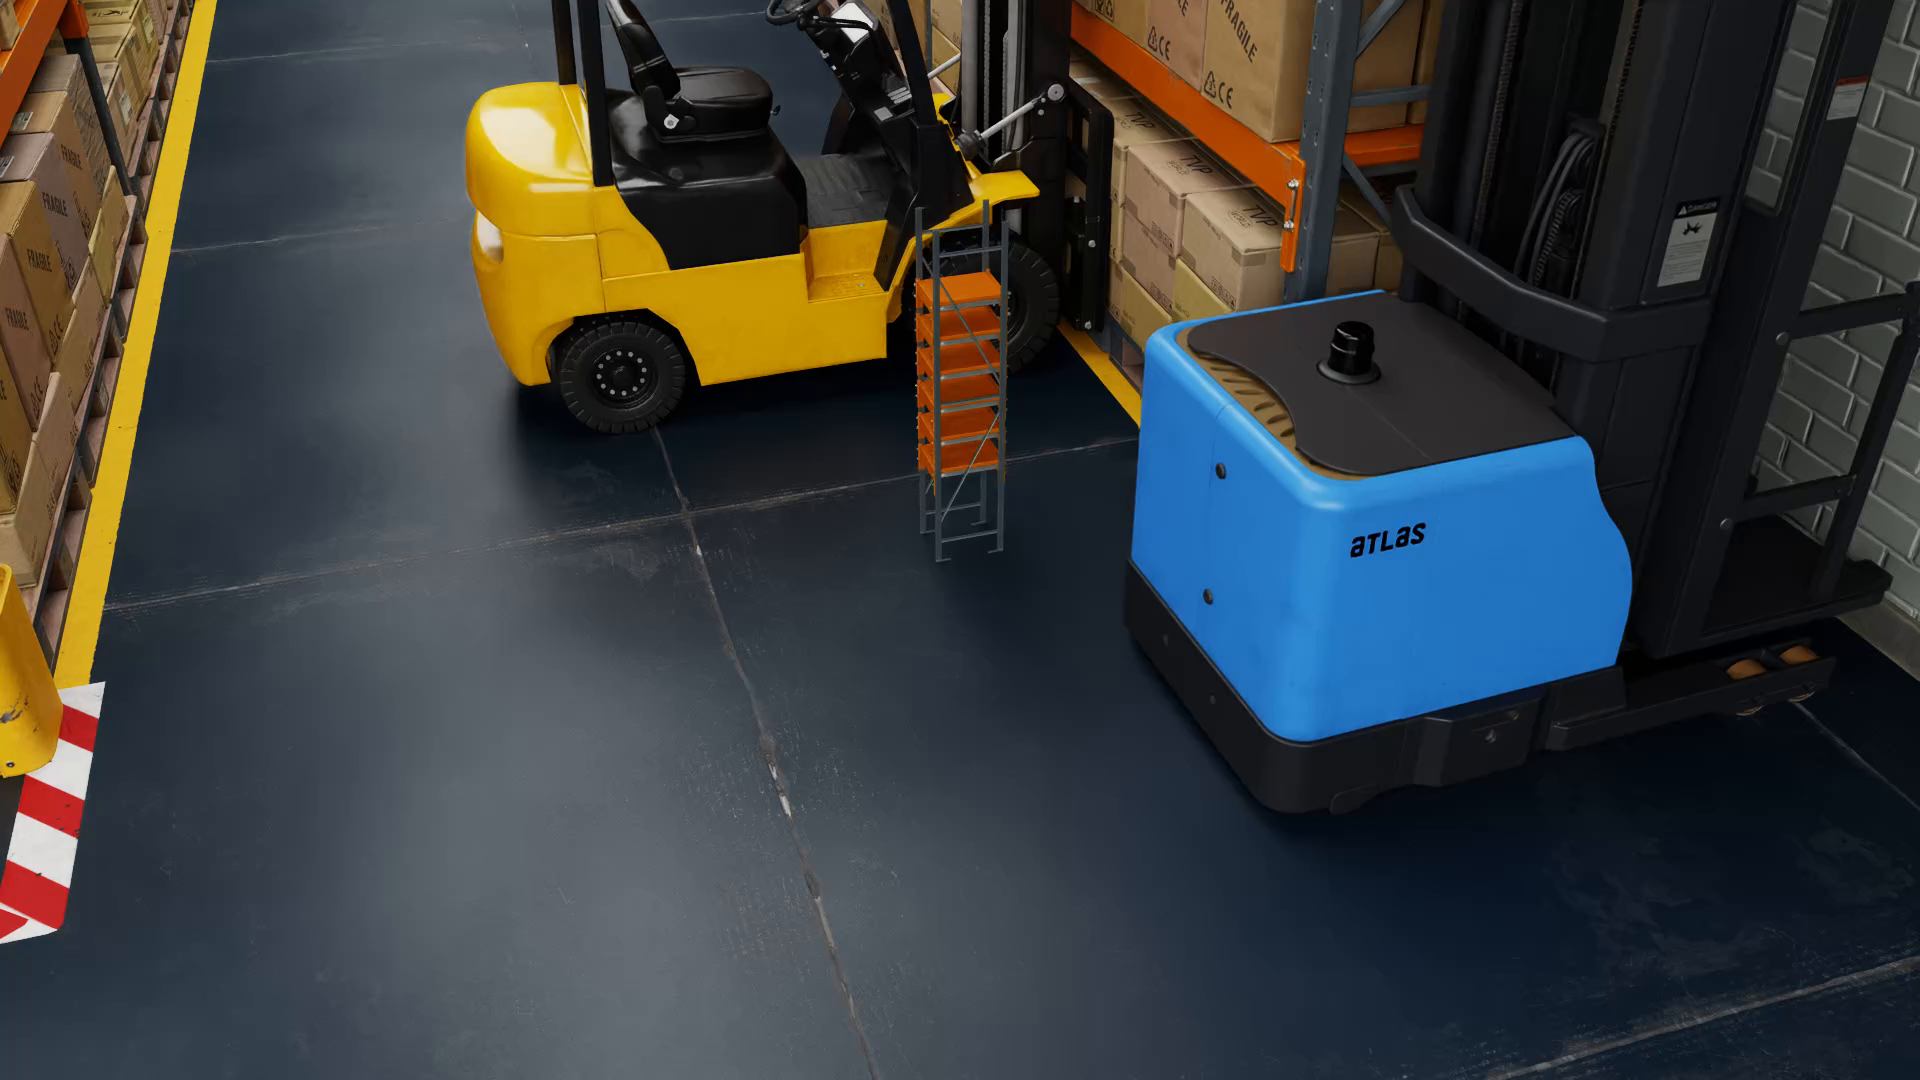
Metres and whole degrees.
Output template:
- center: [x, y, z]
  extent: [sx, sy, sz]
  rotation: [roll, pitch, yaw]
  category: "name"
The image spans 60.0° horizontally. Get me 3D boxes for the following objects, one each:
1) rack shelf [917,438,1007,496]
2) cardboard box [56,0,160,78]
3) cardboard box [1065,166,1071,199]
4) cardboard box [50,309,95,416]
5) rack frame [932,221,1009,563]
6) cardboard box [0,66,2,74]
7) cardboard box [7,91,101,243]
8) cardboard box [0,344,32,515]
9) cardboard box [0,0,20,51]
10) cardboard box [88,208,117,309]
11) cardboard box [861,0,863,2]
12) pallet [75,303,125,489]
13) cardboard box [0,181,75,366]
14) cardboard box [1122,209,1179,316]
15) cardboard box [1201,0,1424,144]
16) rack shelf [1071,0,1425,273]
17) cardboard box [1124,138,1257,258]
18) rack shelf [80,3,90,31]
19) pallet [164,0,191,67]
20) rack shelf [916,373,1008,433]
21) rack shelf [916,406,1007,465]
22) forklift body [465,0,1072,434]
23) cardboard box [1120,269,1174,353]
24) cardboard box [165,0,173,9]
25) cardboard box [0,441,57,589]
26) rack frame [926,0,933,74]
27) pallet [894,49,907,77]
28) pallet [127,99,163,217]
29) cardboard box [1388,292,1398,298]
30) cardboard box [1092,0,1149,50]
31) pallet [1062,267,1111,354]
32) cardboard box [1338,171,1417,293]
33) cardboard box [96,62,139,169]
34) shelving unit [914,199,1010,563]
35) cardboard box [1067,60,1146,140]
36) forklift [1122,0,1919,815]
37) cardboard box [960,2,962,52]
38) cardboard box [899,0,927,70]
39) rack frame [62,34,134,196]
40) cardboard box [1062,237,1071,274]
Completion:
- center: [0.004, -0.256, 5.565]
  extent: [0.258, 0.103, 0.180]
  rotation: [-10, 35, -15]
  category: "rack shelf"
- center: [-5.005, -2.745, 9.186]
  extent: [0.950, 0.372, 0.625]
  rotation: [-9, 34, -13]
  category: "cardboard box"
- center: [0.624, -1.622, 7.143]
  extent: [0.500, 0.250, 0.500]
  rotation: [-10, 35, -15]
  category: "cardboard box"
- center: [-3.496, -0.601, 6.052]
  extent: [0.500, 0.250, 0.500]
  rotation: [-8, 34, -12]
  category: "cardboard box"
- center: [0.032, -0.445, 5.335]
  extent: [0.240, 1.200, 0.006]
  rotation: [-10, 35, -15]
  category: "rack frame"
- center: [-3.543, -1.626, 5.718]
  extent: [0.380, 0.149, 0.250]
  rotation: [-10, 35, -14]
  category: "cardboard box"
- center: [-3.814, -1.458, 6.669]
  extent: [0.500, 0.500, 0.500]
  rotation: [-9, 35, -14]
  category: "cardboard box"
- center: [-3.177, -0.373, 5.026]
  extent: [0.500, 0.500, 0.500]
  rotation: [-11, 35, -16]
  category: "cardboard box"
- center: [-3.705, -1.894, 6.124]
  extent: [0.380, 0.149, 0.250]
  rotation: [-11, 35, -15]
  category: "cardboard box"
- center: [-3.798, -1.134, 6.859]
  extent: [0.500, 0.250, 0.500]
  rotation: [-11, 35, -16]
  category: "cardboard box"
- center: [-0.311, -3.746, 10.471]
  extent: [0.875, 0.625, 0.625]
  rotation: [-11, 35, -17]
  category: "cardboard box"
- center: [-3.792, -0.498, 6.312]
  extent: [1.003, 0.211, 1.213]
  rotation: [-10, 35, -15]
  category: "pallet"
- center: [-3.486, -0.911, 5.841]
  extent: [0.500, 0.500, 0.500]
  rotation: [-9, 35, -14]
  category: "cardboard box"
- center: [0.950, -1.091, 6.340]
  extent: [0.500, 0.250, 0.500]
  rotation: [-10, 35, -15]
  category: "cardboard box"
- center: [1.139, -1.642, 5.423]
  extent: [0.500, 0.500, 0.500]
  rotation: [-11, 35, -16]
  category: "cardboard box"
- center: [0.929, -2.136, 6.914]
  extent: [1.077, 0.370, 4.000]
  rotation: [-10, 35, -15]
  category: "rack shelf"
- center: [0.940, -1.288, 6.184]
  extent: [0.500, 0.250, 0.500]
  rotation: [-9, 35, -14]
  category: "cardboard box"
- center: [-5.017, -3.399, 8.826]
  extent: [1.077, 0.370, 4.000]
  rotation: [-10, 35, -15]
  category: "rack shelf"
- center: [-5.390, -3.176, 10.364]
  extent: [1.003, 0.211, 1.213]
  rotation: [-10, 35, -15]
  category: "pallet"
- center: [0.004, -0.456, 5.432]
  extent: [0.258, 0.103, 0.180]
  rotation: [-10, 35, -15]
  category: "rack shelf"
- center: [0.004, -0.356, 5.498]
  extent: [0.258, 0.103, 0.180]
  rotation: [-10, 35, -15]
  category: "rack shelf"
- center: [-0.776, -1.721, 6.403]
  extent: [2.313, 2.155, 1.214]
  rotation: [-10, 35, -15]
  category: "forklift body"
- center: [0.952, -0.870, 6.459]
  extent: [0.500, 0.250, 0.500]
  rotation: [-10, 35, -15]
  category: "cardboard box"
- center: [-5.464, -3.530, 10.374]
  extent: [0.950, 0.372, 0.625]
  rotation: [-12, 35, -18]
  category: "cardboard box"
- center: [-3.169, -0.047, 5.214]
  extent: [0.500, 0.250, 0.500]
  rotation: [-10, 35, -15]
  category: "cardboard box"
- center: [0.319, -3.486, 8.305]
  extent: [1.000, 3.000, 0.127]
  rotation: [-10, 35, -15]
  category: "rack frame"
- center: [0.057, -2.703, 9.649]
  extent: [1.003, 0.211, 1.213]
  rotation: [-10, 35, -15]
  category: "pallet"
- center: [-4.646, -1.895, 8.426]
  extent: [1.003, 0.211, 1.213]
  rotation: [-10, 35, -15]
  category: "pallet"
- center: [1.594, -0.904, 6.058]
  extent: [0.500, 0.250, 0.500]
  rotation: [-9, 35, -14]
  category: "cardboard box"
- center: [0.833, -2.185, 6.245]
  extent: [0.500, 0.500, 0.500]
  rotation: [-11, 35, -16]
  category: "cardboard box"
- center: [0.898, -1.257, 7.460]
  extent: [1.003, 0.211, 1.213]
  rotation: [-10, 35, -15]
  category: "pallet"
- center: [1.573, -1.115, 5.923]
  extent: [0.500, 0.250, 0.500]
  rotation: [-11, 35, -15]
  category: "cardboard box"
- center: [-4.569, -2.003, 8.063]
  extent: [0.950, 0.372, 0.625]
  rotation: [-10, 35, -14]
  category: "cardboard box"
- center: [0.004, -0.493, 5.408]
  extent: [0.258, 1.200, 0.189]
  rotation: [-10, 35, -15]
  category: "shelving unit"
- center: [0.630, -1.818, 6.987]
  extent: [0.500, 0.250, 0.500]
  rotation: [-11, 35, -16]
  category: "cardboard box"
- center: [2.085, -0.962, 4.548]
  extent: [3.031, 2.935, 1.130]
  rotation: [-11, 35, -17]
  category: "forklift"
- center: [0.314, -2.354, 7.798]
  extent: [0.500, 0.250, 0.500]
  rotation: [-10, 35, -15]
  category: "cardboard box"
- center: [0.149, -2.943, 9.256]
  extent: [0.875, 0.625, 0.625]
  rotation: [-8, 34, -13]
  category: "cardboard box"
- center: [-4.407, -2.649, 7.039]
  extent: [1.000, 3.000, 0.127]
  rotation: [-10, 35, -15]
  category: "rack frame"
- center: [0.629, -1.403, 7.266]
  extent: [0.500, 0.250, 0.500]
  rotation: [-9, 34, -13]
  category: "cardboard box"
